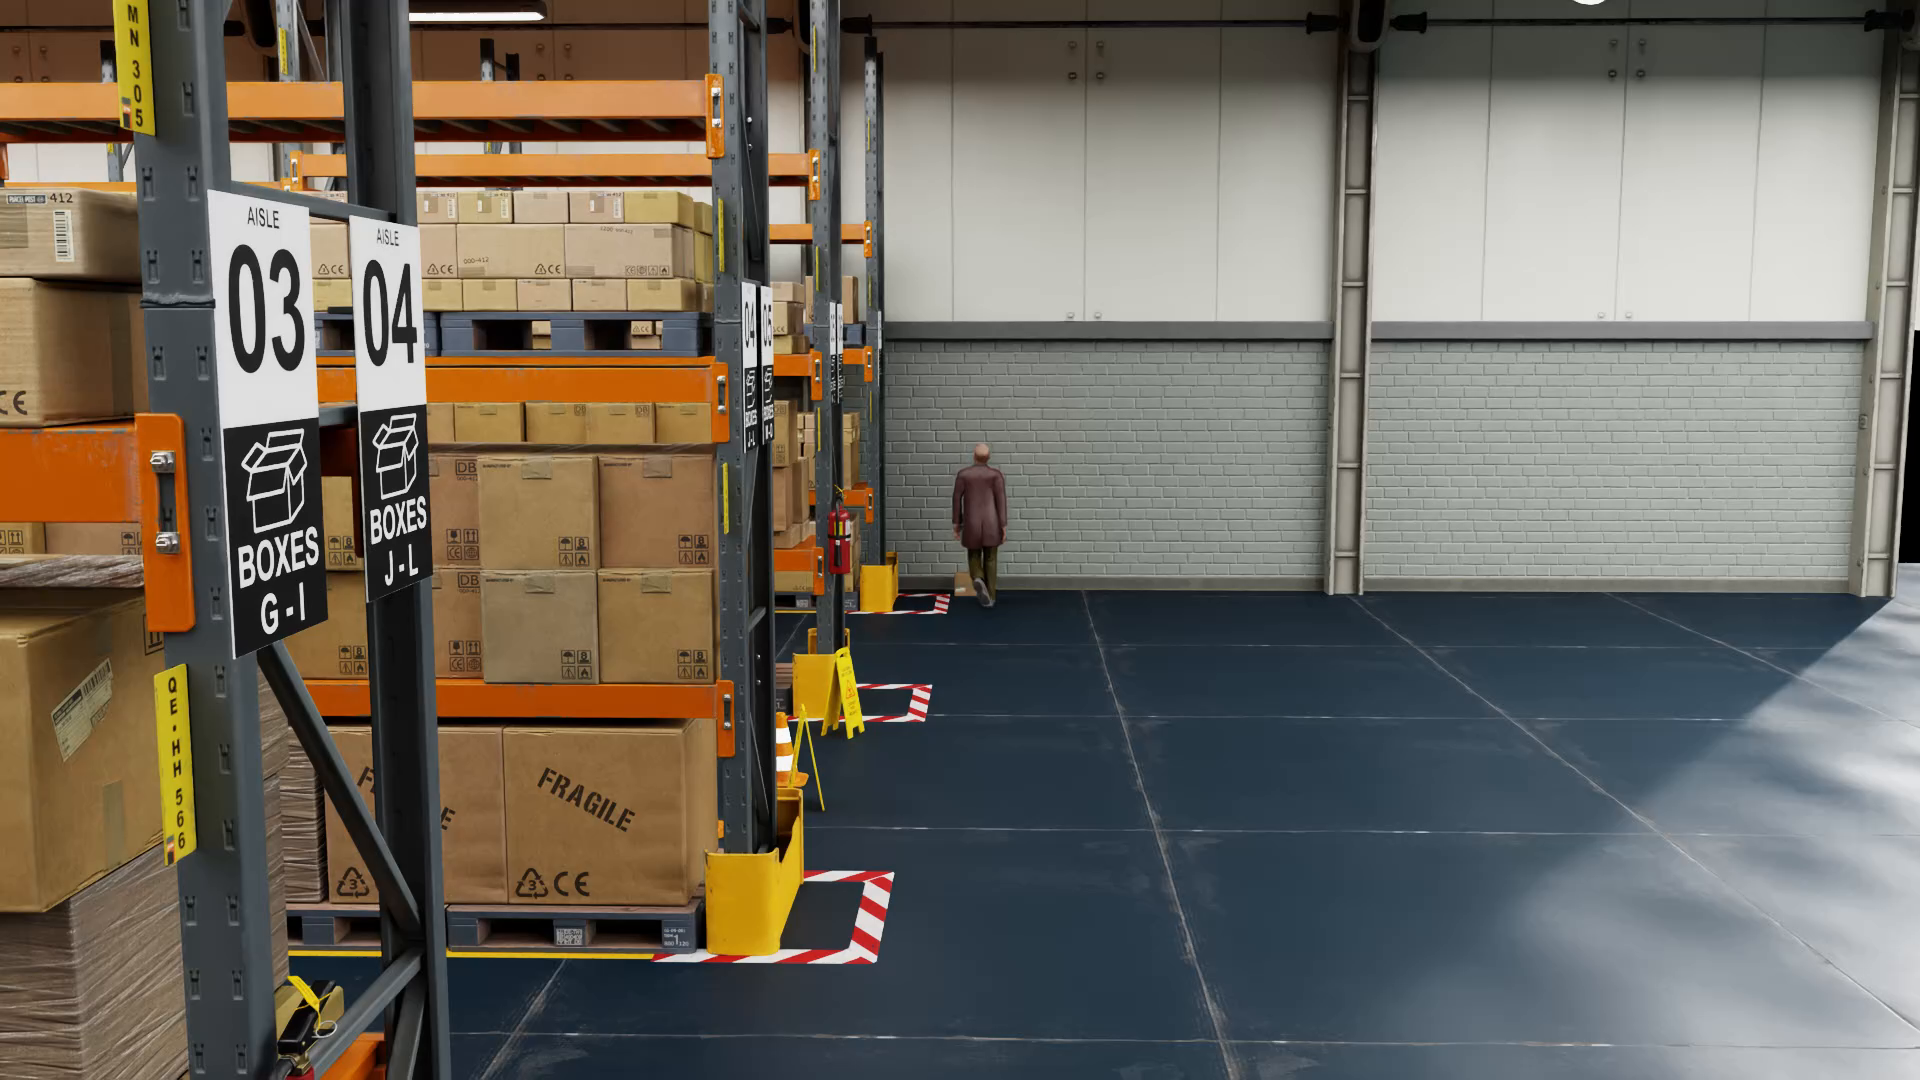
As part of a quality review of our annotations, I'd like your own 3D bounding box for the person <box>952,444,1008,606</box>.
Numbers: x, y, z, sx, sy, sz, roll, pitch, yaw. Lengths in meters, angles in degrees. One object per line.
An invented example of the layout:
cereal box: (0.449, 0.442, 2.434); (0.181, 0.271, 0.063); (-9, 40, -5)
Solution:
person: (0.204, -0.153, 17.982); (0.621, 1.755, 0.644); (1, 7, 8)
